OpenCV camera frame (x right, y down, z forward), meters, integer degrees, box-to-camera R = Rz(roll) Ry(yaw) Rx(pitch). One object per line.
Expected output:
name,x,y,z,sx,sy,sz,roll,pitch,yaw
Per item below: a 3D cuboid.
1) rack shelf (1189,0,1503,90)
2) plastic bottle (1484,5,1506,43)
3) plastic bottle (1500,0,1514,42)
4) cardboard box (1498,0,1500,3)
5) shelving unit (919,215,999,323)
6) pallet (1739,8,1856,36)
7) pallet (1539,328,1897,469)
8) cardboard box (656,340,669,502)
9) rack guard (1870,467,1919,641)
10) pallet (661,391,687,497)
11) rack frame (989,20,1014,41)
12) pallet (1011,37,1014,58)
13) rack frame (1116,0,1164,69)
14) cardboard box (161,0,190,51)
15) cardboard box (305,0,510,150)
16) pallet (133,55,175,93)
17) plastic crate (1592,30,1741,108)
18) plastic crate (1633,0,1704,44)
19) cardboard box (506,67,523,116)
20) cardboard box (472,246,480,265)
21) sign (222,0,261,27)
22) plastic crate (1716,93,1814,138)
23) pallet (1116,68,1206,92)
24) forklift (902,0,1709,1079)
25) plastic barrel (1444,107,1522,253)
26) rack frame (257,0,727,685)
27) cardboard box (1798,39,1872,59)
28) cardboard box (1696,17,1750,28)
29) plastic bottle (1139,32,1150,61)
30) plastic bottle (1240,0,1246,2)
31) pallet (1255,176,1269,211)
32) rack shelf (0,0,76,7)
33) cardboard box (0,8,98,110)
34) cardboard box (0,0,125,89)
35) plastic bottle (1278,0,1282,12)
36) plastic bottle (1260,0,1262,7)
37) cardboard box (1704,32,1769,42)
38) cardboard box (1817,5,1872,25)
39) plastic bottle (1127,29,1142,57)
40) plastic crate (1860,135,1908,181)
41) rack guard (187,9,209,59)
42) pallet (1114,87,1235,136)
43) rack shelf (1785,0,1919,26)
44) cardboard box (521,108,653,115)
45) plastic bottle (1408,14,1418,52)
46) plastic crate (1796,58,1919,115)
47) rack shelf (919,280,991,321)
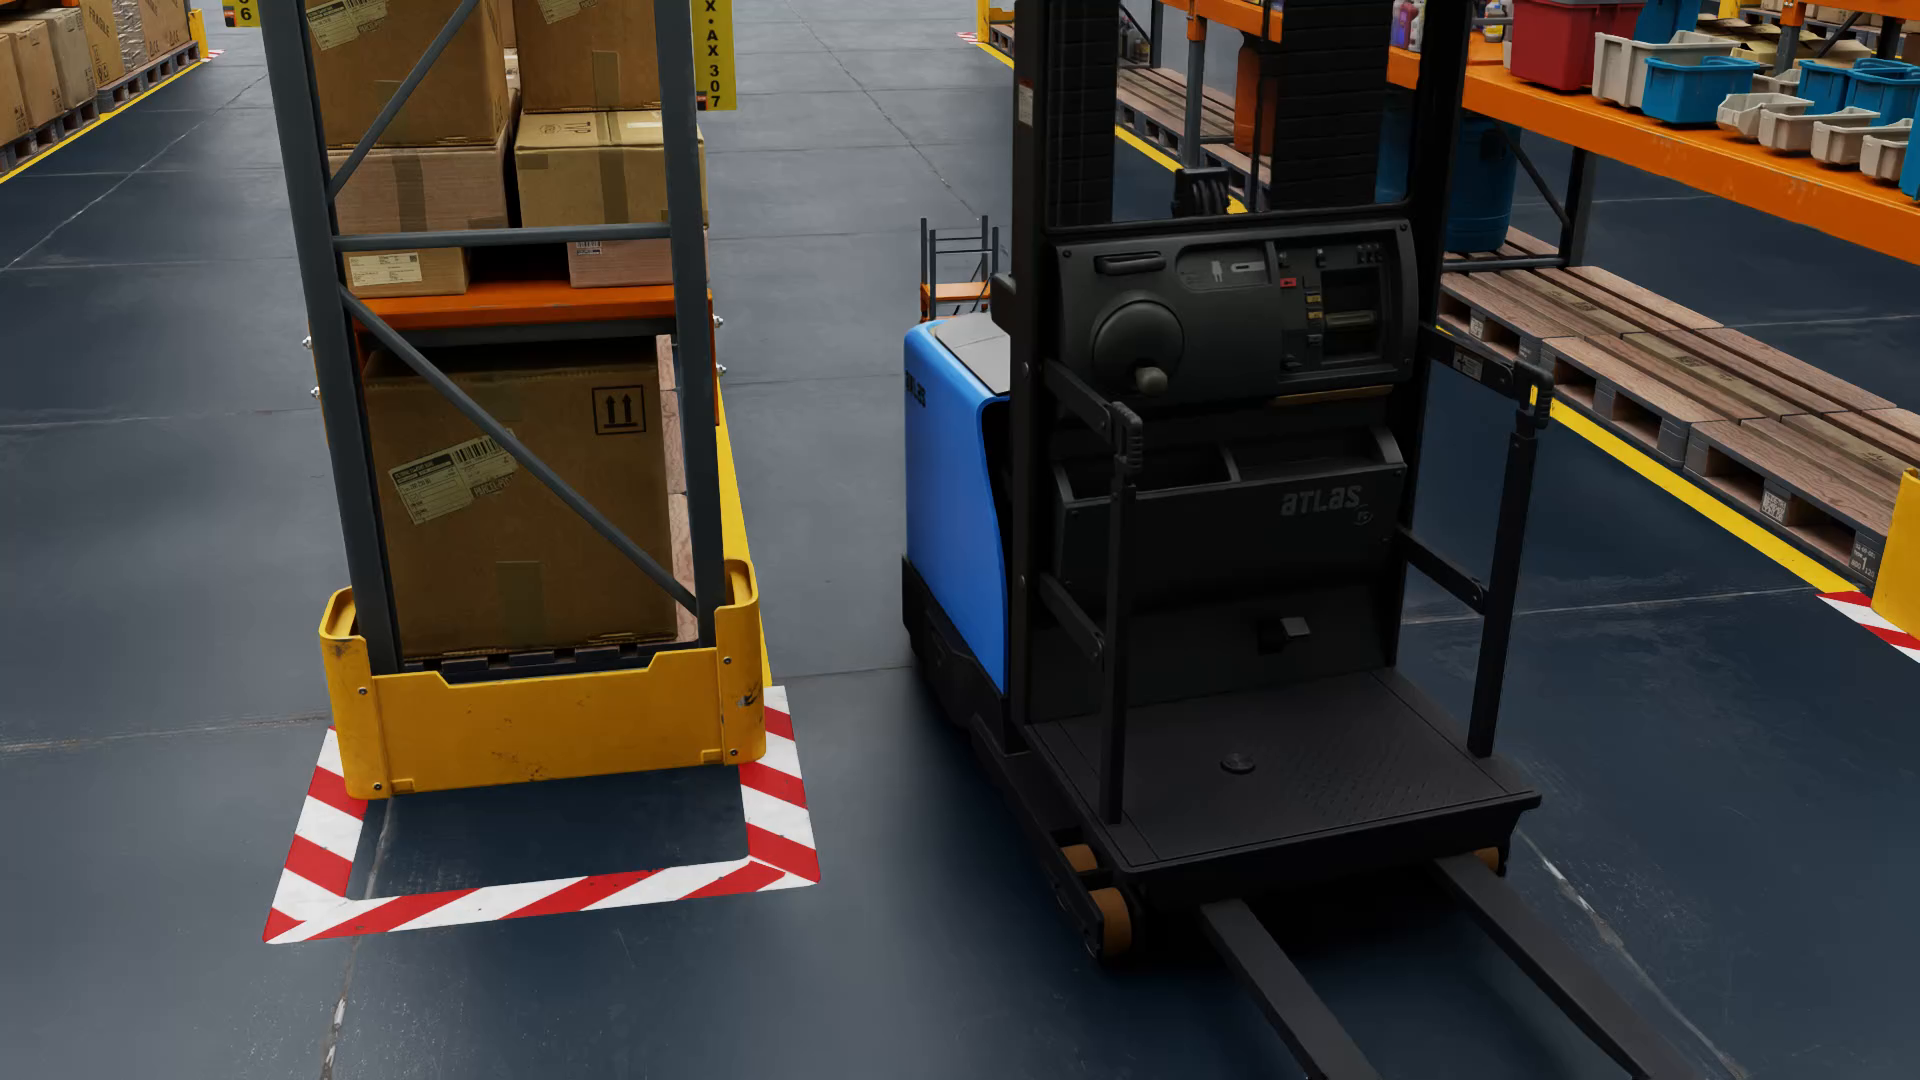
rack shelf,2.594,-3.167,10.653,1.077,0.370,4.000,-4,24,-10
plastic bottle,3.066,-2.957,9.521,0.097,0.201,0.097,0,24,0
plastic bottle,3.185,-3.008,9.544,0.152,0.276,0.135,-4,24,-10
cardboard box,5.972,-5.862,17.898,0.500,0.500,0.500,-4,24,-10
shelving unit,-0.003,-0.556,6.023,0.258,1.200,0.189,-4,24,-10
pallet,10.611,-6.534,20.946,1.003,0.211,1.213,-4,24,-10
pallet,3.367,-0.665,7.510,1.003,0.211,1.213,-4,24,-10
cardboard box,-1.529,-0.593,5.990,0.875,0.875,0.875,-4,24,-10
rack guard,3.721,0.017,5.587,1.175,0.500,0.348,-4,24,-10
pallet,-1.611,-0.280,6.628,1.003,0.211,1.213,-4,24,-10
rack frame,0.745,-7.430,19.515,1.000,3.000,0.127,-4,24,-10
pallet,1.172,-5.327,18.184,1.003,0.211,1.213,-4,24,-10
rack frame,1.484,-5.857,15.913,1.000,3.000,0.127,-4,24,-10
cardboard box,-8.826,-5.693,17.668,0.875,0.875,0.875,-4,24,-9
cardboard box,-1.512,-1.354,4.481,0.500,0.500,0.500,-4,24,-9
pallet,-8.569,-4.671,16.681,1.003,0.211,1.213,-4,24,-10
plastic crate,3.065,-2.069,7.313,0.437,0.282,0.530,-4,24,-10
plastic crate,3.385,-2.572,8.337,0.392,0.384,0.575,-4,24,-10
cardboard box,-1.702,-1.409,5.544,0.500,0.250,0.500,-5,24,-12
cardboard box,-1.603,-0.873,4.815,0.380,0.149,0.250,-4,24,-9
sign,-1.700,-1.375,3.908,0.100,0.325,0.005,-4,24,-10
plastic crate,3.187,-1.689,6.624,0.298,0.136,0.250,-4,24,-10
pallet,1.668,-4.273,15.770,1.003,0.211,1.213,-4,24,-10
forklift,0.740,-0.526,3.792,1.130,2.935,3.031,-7,25,-16
plastic barrel,2.880,-2.156,9.537,0.600,0.901,0.708,-4,24,-10
rack frame,-1.164,-0.770,4.266,1.000,3.000,0.127,-4,24,-10
cardboard box,7.285,-4.066,14.022,0.500,0.311,0.500,-4,24,-8
cardboard box,6.991,-4.675,15.416,0.500,0.311,0.500,-5,24,-10
plastic bottle,1.856,-4.966,16.732,0.097,0.271,0.097,0,24,0
plastic bottle,2.002,-3.903,11.586,0.061,0.283,0.133,-4,24,-10
pallet,2.633,-2.220,11.069,1.003,0.211,1.213,-4,24,-10
rack shelf,-7.906,-4.047,12.667,1.077,0.370,4.000,-4,24,-10
cardboard box,-8.073,-4.087,14.147,1.050,0.750,0.750,-4,24,-10
cardboard box,-8.324,-4.635,15.244,0.875,0.875,0.875,-4,24,-9
plastic bottle,2.152,-3.619,10.950,0.097,0.271,0.097,0,24,0
plastic bottle,2.091,-3.716,11.260,0.097,0.201,0.097,0,24,0
cardboard box,6.651,-4.230,14.398,0.500,0.311,0.500,-5,24,-11
cardboard box,10.712,-6.424,19.785,0.700,0.500,0.500,-6,24,-13
plastic bottle,1.770,-5.093,17.018,0.152,0.276,0.135,-3,24,-8
plastic crate,3.375,-1.351,5.850,0.396,0.136,0.243,-4,24,-10
rack guard,-9.020,-5.600,18.448,1.175,0.500,0.348,-4,24,-10
pallet,1.897,-3.792,14.669,1.003,0.211,1.213,-4,24,-10
rack shelf,7.463,-3.533,11.489,1.077,0.370,4.000,-4,24,-10
cardboard box,-1.090,-1.251,5.182,0.500,0.250,0.500,-5,24,-10
plastic bottle,2.525,-2.794,9.148,0.097,0.201,0.097,0,24,0
plastic crate,3.682,-1.845,6.861,0.416,0.233,0.300,-4,24,-10
rack shelf,-0.003,-0.845,5.897,0.258,0.103,0.180,-4,24,-10
